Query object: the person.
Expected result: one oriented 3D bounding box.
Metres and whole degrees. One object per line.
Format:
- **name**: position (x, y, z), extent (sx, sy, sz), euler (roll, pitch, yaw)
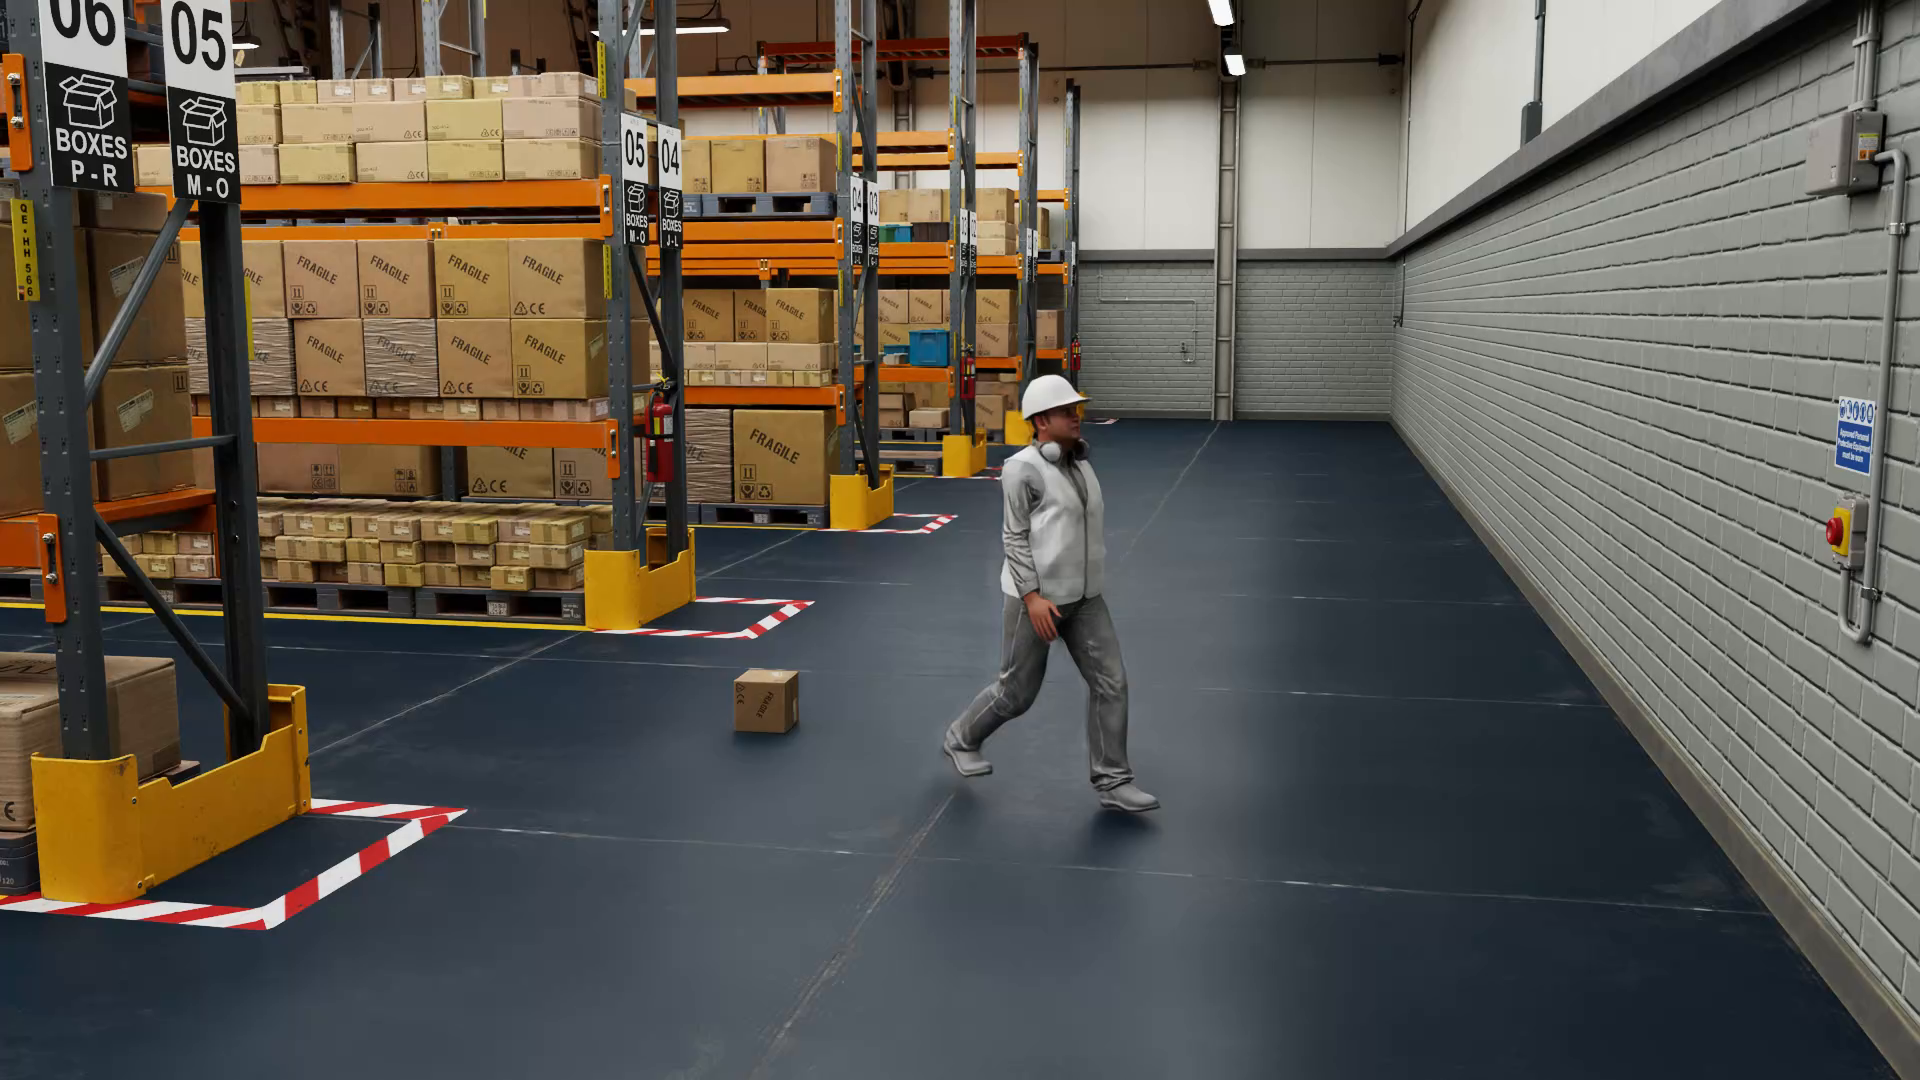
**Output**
- **person**: position (0.363, 0.203, 6.704), extent (0.554, 1.730, 1.001), euler (-8, 11, -44)
